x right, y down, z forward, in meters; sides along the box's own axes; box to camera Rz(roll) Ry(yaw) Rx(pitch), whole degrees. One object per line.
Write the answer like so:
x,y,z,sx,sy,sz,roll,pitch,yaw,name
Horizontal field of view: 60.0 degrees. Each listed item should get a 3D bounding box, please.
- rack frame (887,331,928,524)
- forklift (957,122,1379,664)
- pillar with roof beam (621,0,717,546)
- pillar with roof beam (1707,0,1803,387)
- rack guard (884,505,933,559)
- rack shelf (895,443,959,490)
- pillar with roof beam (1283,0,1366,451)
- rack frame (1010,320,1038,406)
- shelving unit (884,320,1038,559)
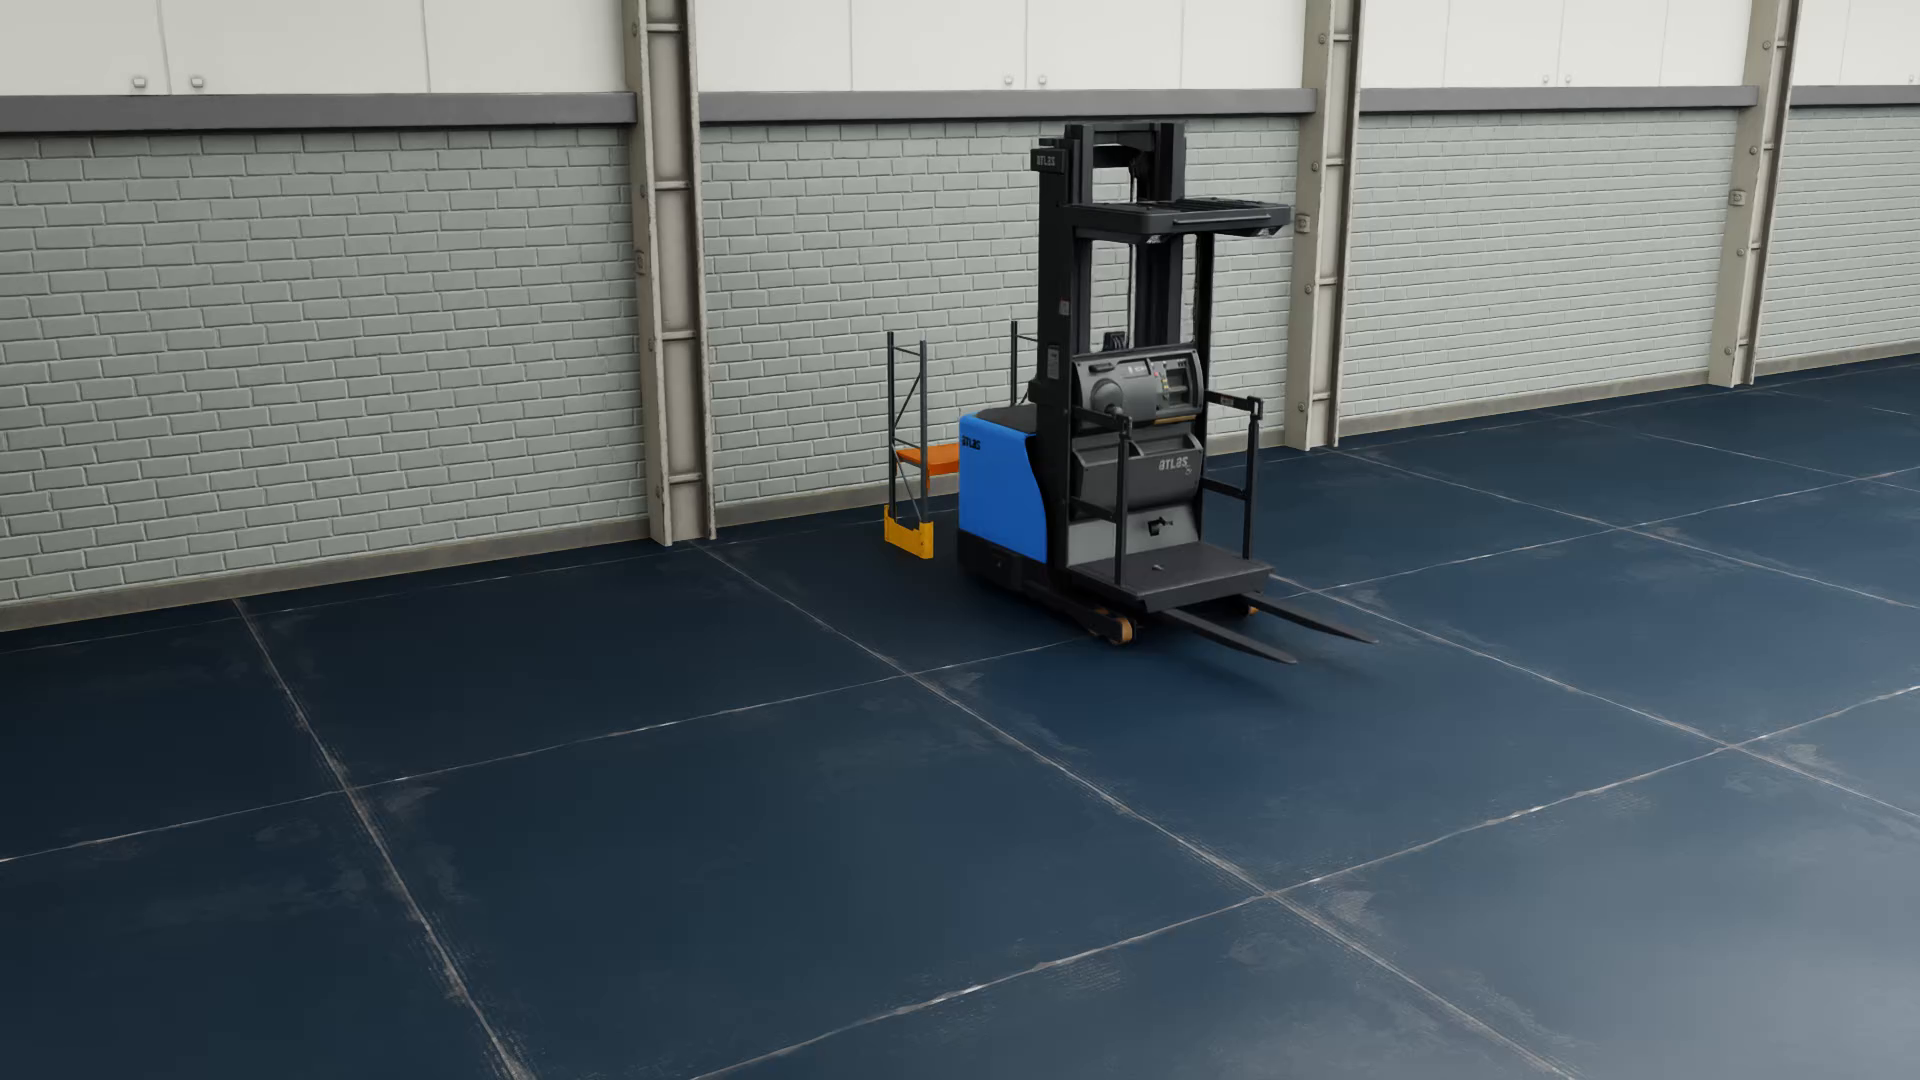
-0.363,-0.663,11.498,0.032,1.500,0.500,-9,18,-30,rack frame
1.199,-0.939,9.829,1.130,2.935,3.031,-10,18,-31,forklift
0.222,-3.355,7.206,0.400,9.000,9.100,-9,18,-30,pillar with roof beam
10.508,-5.023,13.157,0.400,9.000,9.100,-9,18,-30,pillar with roof beam
-0.362,-0.062,11.667,0.087,0.250,0.587,-9,18,-30,rack guard
0.073,-0.561,11.798,1.000,0.185,0.538,-9,18,-30,rack shelf
5.365,-4.189,10.181,0.400,9.000,9.100,-9,18,-30,pillar with roof beam
0.509,-0.805,12.002,0.032,1.500,0.500,-9,18,-30,rack frame
0.065,-0.733,11.745,1.083,1.500,0.587,-9,18,-30,shelving unit
